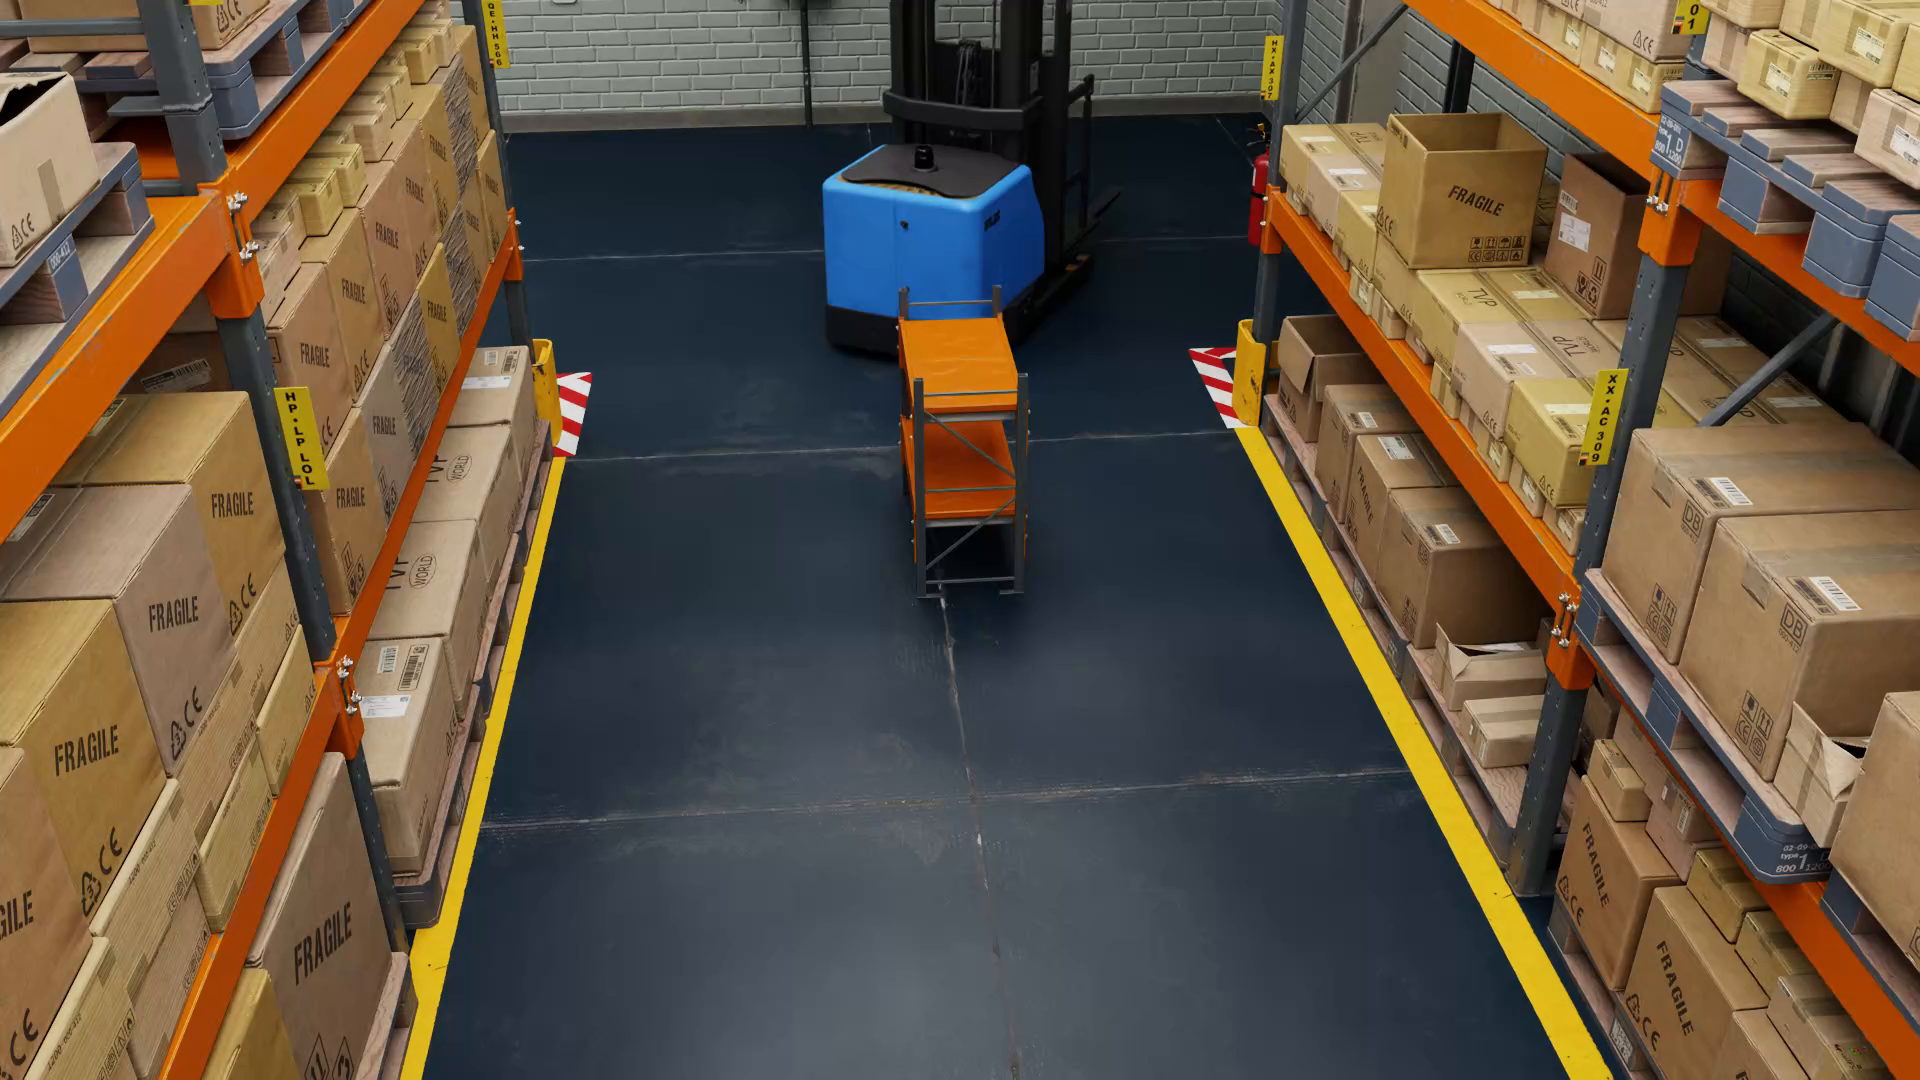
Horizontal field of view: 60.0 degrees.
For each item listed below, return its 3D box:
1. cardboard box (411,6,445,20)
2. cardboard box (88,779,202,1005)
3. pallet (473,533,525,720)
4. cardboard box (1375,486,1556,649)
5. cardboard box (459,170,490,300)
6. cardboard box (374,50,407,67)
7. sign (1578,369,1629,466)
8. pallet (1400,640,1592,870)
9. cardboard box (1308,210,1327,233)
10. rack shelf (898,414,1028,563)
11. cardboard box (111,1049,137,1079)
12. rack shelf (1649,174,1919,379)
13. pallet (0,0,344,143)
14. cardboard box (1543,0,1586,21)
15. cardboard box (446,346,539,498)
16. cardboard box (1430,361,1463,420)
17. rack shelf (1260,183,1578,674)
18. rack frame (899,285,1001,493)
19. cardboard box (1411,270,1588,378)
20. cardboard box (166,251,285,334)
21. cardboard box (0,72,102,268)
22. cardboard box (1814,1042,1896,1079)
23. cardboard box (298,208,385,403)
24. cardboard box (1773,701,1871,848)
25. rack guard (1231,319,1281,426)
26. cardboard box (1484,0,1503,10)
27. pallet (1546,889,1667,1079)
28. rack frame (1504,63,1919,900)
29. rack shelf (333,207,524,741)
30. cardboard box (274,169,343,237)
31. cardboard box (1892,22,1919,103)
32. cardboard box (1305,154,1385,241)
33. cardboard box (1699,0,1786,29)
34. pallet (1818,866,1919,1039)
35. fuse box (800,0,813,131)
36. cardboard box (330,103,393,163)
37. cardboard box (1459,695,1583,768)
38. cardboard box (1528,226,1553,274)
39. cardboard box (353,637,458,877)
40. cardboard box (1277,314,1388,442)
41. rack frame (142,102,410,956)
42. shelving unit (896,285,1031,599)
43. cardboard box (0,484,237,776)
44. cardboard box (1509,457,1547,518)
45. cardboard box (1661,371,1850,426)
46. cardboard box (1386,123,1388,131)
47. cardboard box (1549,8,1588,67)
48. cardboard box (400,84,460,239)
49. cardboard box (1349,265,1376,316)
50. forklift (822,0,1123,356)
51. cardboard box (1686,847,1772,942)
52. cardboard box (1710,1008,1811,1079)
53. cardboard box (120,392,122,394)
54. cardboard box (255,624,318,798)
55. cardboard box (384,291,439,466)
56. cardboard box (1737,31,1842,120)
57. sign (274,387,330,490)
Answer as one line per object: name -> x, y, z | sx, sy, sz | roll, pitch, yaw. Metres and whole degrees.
cardboard box -> -2.517, -2.284, 7.444 | 0.380, 0.149, 0.250 | -2, 31, -4
cardboard box -> -2.032, 0.789, 3.663 | 0.500, 0.250, 0.500 | -2, 31, -3
pallet -> -2.534, 0.387, 7.396 | 1.003, 0.211, 1.213 | -3, 31, -5
cardboard box -> 2.245, 0.102, 7.182 | 0.700, 0.500, 0.500 | -4, 31, -6
cardboard box -> -2.457, -1.388, 7.551 | 0.500, 0.500, 0.500 | -3, 31, -6
cardboard box -> -2.472, -1.889, 6.783 | 0.380, 0.149, 0.250 | -3, 31, -5
sign -> 1.979, -0.375, 5.109 | 0.100, 0.325, 0.005 | -3, 31, -5
pallet -> 2.455, 0.813, 6.683 | 1.003, 0.211, 1.213 | -3, 31, -5
cardboard box -> 1.972, -1.659, 8.347 | 0.380, 0.149, 0.250 | -2, 31, -3
rack shelf -> -0.001, -0.276, 8.093 | 0.538, 0.278, 1.000 | -3, 31, -5
cardboard box -> -2.003, 1.270, 3.345 | 0.500, 0.250, 0.500 | -3, 31, -5
rack shelf -> 2.705, 0.009, 3.086 | 1.077, 0.370, 4.000 | -3, 31, -5
pallet -> -2.489, -1.462, 4.933 | 1.003, 0.211, 1.213 | -3, 31, -5
cardboard box -> 2.165, -1.884, 5.409 | 0.500, 0.250, 0.500 | -4, 31, -6
cardboard box -> -2.636, -0.584, 8.392 | 0.875, 0.438, 0.875 | -4, 31, -6
cardboard box -> 2.093, -0.604, 6.581 | 0.380, 0.149, 0.250 | -3, 31, -5
rack shelf -> 2.331, -0.746, 7.275 | 1.077, 0.370, 4.000 | -3, 31, -5
rack frame -> -0.048, -0.746, 8.402 | 0.500, 1.125, 0.032 | -3, 31, -5
cardboard box -> 2.133, -0.855, 6.613 | 0.500, 0.250, 0.500 | -3, 31, -5
cardboard box -> -2.195, -0.718, 4.822 | 0.380, 0.149, 0.250 | -3, 31, -5
cardboard box -> -2.132, -0.784, 3.389 | 0.500, 0.311, 0.500 | -3, 31, -5
cardboard box -> 2.471, 1.441, 4.309 | 0.380, 0.149, 0.250 | -2, 31, -3
cardboard box -> -2.268, -0.779, 5.556 | 0.500, 0.500, 0.500 | -3, 31, -5
cardboard box -> 2.266, 0.572, 4.089 | 0.396, 0.266, 0.258 | -1, 31, -2
rack guard -> 2.152, -0.964, 9.376 | 1.175, 0.500, 0.348 | -3, 31, -5
cardboard box -> 2.110, -2.037, 6.055 | 0.380, 0.149, 0.250 | -2, 31, -4
pallet -> 2.632, 1.577, 5.404 | 1.003, 0.211, 1.213 | -3, 31, -5
rack frame -> 2.518, -0.033, 5.381 | 1.000, 3.000, 0.127 | -3, 31, -5
rack shelf -> -2.610, -0.506, 6.873 | 1.077, 0.370, 4.000 | -3, 31, -5
cardboard box -> -2.263, -1.106, 5.472 | 0.380, 0.149, 0.250 | -3, 31, -5
cardboard box -> 2.237, -0.996, 3.515 | 0.380, 0.149, 0.250 | -3, 31, -5
cardboard box -> 1.966, -1.637, 7.922 | 0.500, 0.250, 0.500 | -2, 31, -4
cardboard box -> 2.109, -1.391, 4.176 | 0.380, 0.149, 0.250 | -2, 31, -3
pallet -> 2.706, 1.099, 3.673 | 1.003, 0.211, 1.213 | -3, 31, -5
fuse box -> -1.242, -4.187, 13.590 | 0.539, 1.711, 0.414 | -3, 31, -5
cardboard box -> -2.318, -1.496, 6.125 | 0.380, 0.149, 0.250 | -3, 31, -4
cardboard box -> 2.174, 0.740, 6.457 | 0.380, 0.149, 0.250 | -4, 31, -6
cardboard box -> 2.589, -1.133, 7.079 | 0.500, 0.250, 0.500 | -3, 31, -5
cardboard box -> -2.375, 0.800, 6.074 | 0.875, 0.438, 0.875 | -3, 31, -5
cardboard box -> 2.107, -0.867, 8.802 | 0.797, 0.503, 0.637 | -4, 31, -7
rack frame -> -2.423, 0.206, 4.979 | 1.000, 3.000, 0.127 | -3, 31, -5
shelving unit -> -0.001, -0.486, 7.967 | 0.538, 1.125, 1.048 | -3, 31, -5
cardboard box -> -2.076, 0.214, 3.894 | 0.500, 0.500, 0.500 | -2, 31, -4
cardboard box -> 2.191, -0.208, 5.918 | 0.380, 0.149, 0.250 | -2, 31, -3
cardboard box -> 2.741, -0.362, 5.788 | 0.500, 0.250, 0.500 | -3, 31, -5
cardboard box -> 2.452, -1.917, 8.390 | 0.500, 0.250, 0.500 | -2, 31, -3
cardboard box -> 2.154, -1.645, 5.399 | 0.380, 0.149, 0.250 | -2, 31, -3
cardboard box -> -2.394, -1.555, 6.856 | 0.500, 0.500, 0.500 | -3, 31, -5
cardboard box -> 1.973, -1.127, 7.456 | 0.380, 0.149, 0.250 | -4, 31, -6
forklift -> 0.256, -3.005, 10.423 | 1.130, 2.935, 3.031 | 13, 33, 21
cardboard box -> 2.425, 1.045, 4.971 | 0.380, 0.149, 0.250 | -4, 31, -7
cardboard box -> 2.441, 1.644, 4.601 | 0.500, 0.500, 0.500 | -4, 31, -6
cardboard box -> -2.742, -0.493, 5.078 | 0.500, 0.500, 0.500 | -3, 31, -5
cardboard box -> -2.131, 0.488, 4.655 | 0.500, 0.250, 0.500 | -3, 31, -6
cardboard box -> -2.290, -0.600, 6.232 | 0.500, 0.500, 0.500 | -3, 31, -4
cardboard box -> 2.140, -1.131, 4.031 | 0.380, 0.149, 0.250 | -2, 31, -4
sign -> -1.884, -0.288, 4.755 | 0.100, 0.325, 0.005 | -3, 31, -5
